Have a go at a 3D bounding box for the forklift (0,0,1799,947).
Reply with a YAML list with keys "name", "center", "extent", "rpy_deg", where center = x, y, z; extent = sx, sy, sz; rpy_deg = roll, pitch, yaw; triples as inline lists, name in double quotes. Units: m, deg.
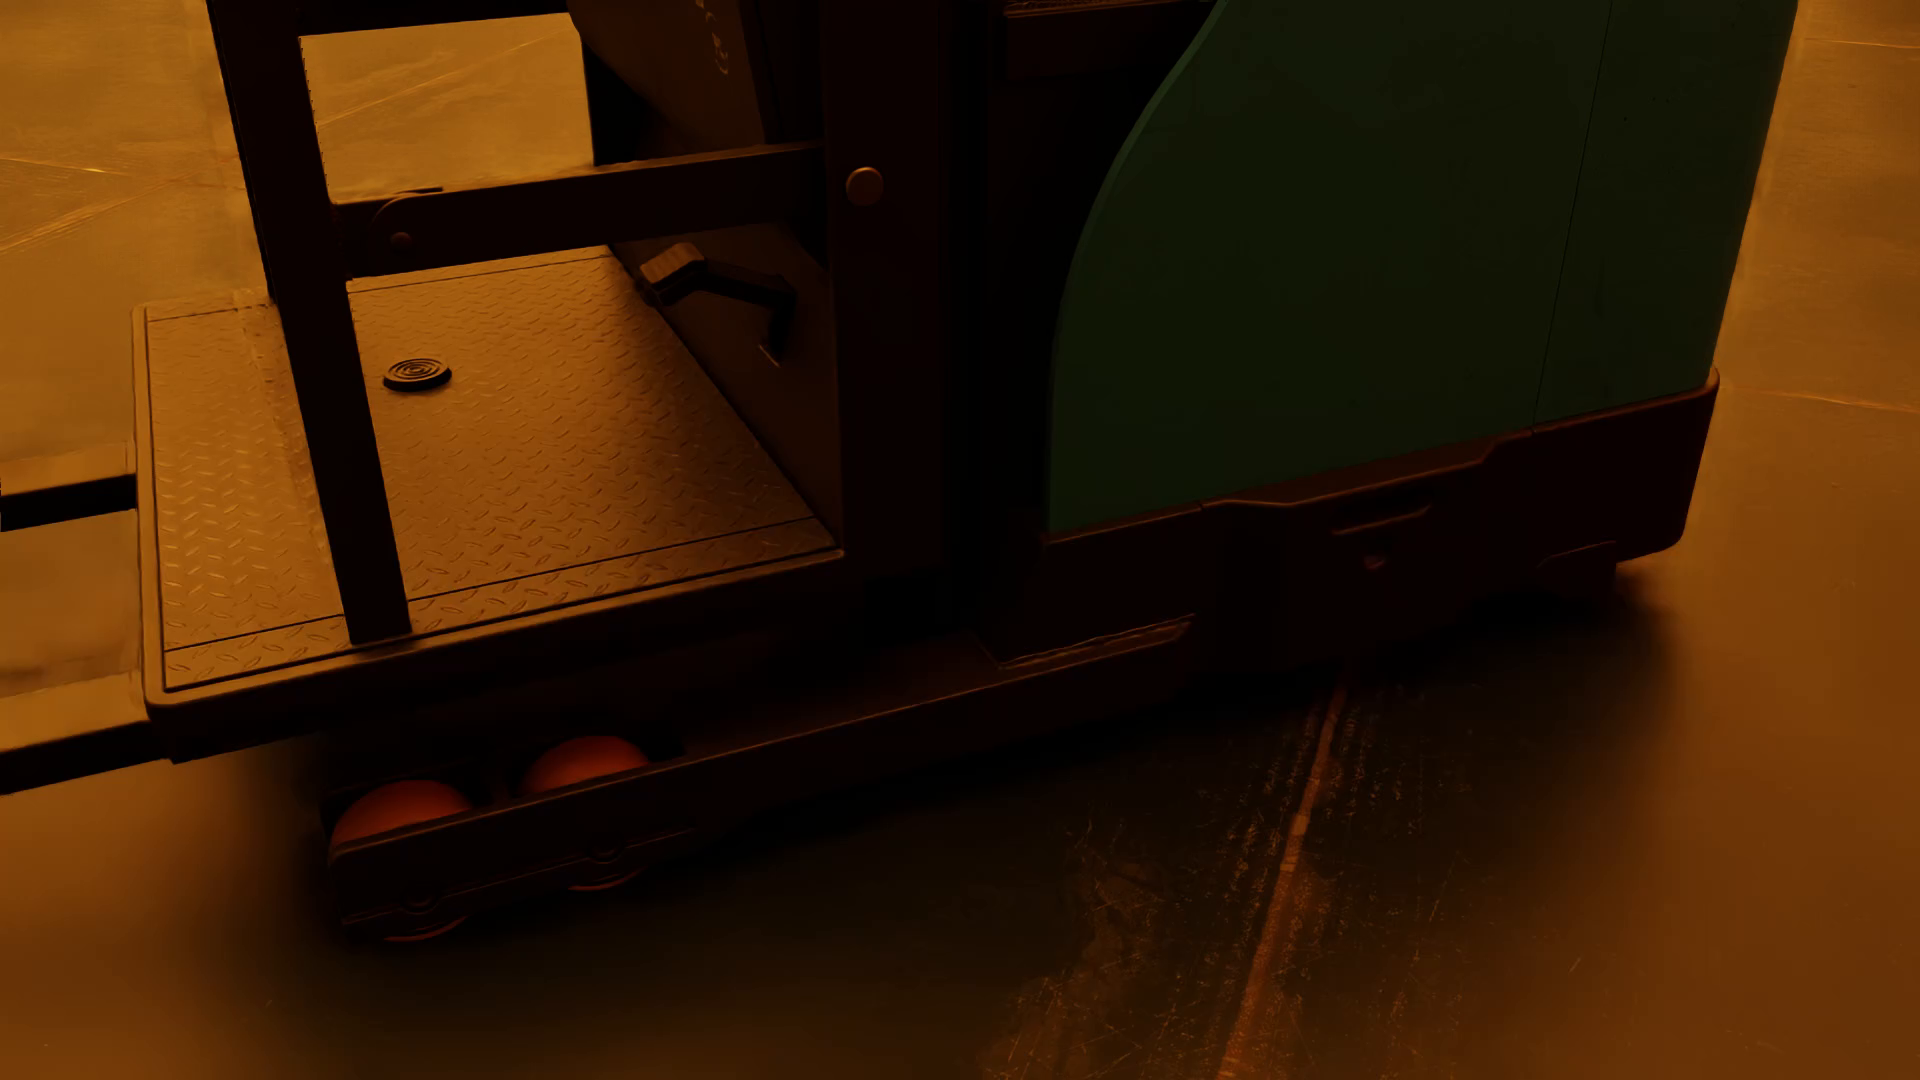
- name: "forklift"
  center: [-0.523, -1.150, 1.556]
  extent: [3.031, 2.935, 1.130]
  rpy_deg: [-12, 32, -21]
